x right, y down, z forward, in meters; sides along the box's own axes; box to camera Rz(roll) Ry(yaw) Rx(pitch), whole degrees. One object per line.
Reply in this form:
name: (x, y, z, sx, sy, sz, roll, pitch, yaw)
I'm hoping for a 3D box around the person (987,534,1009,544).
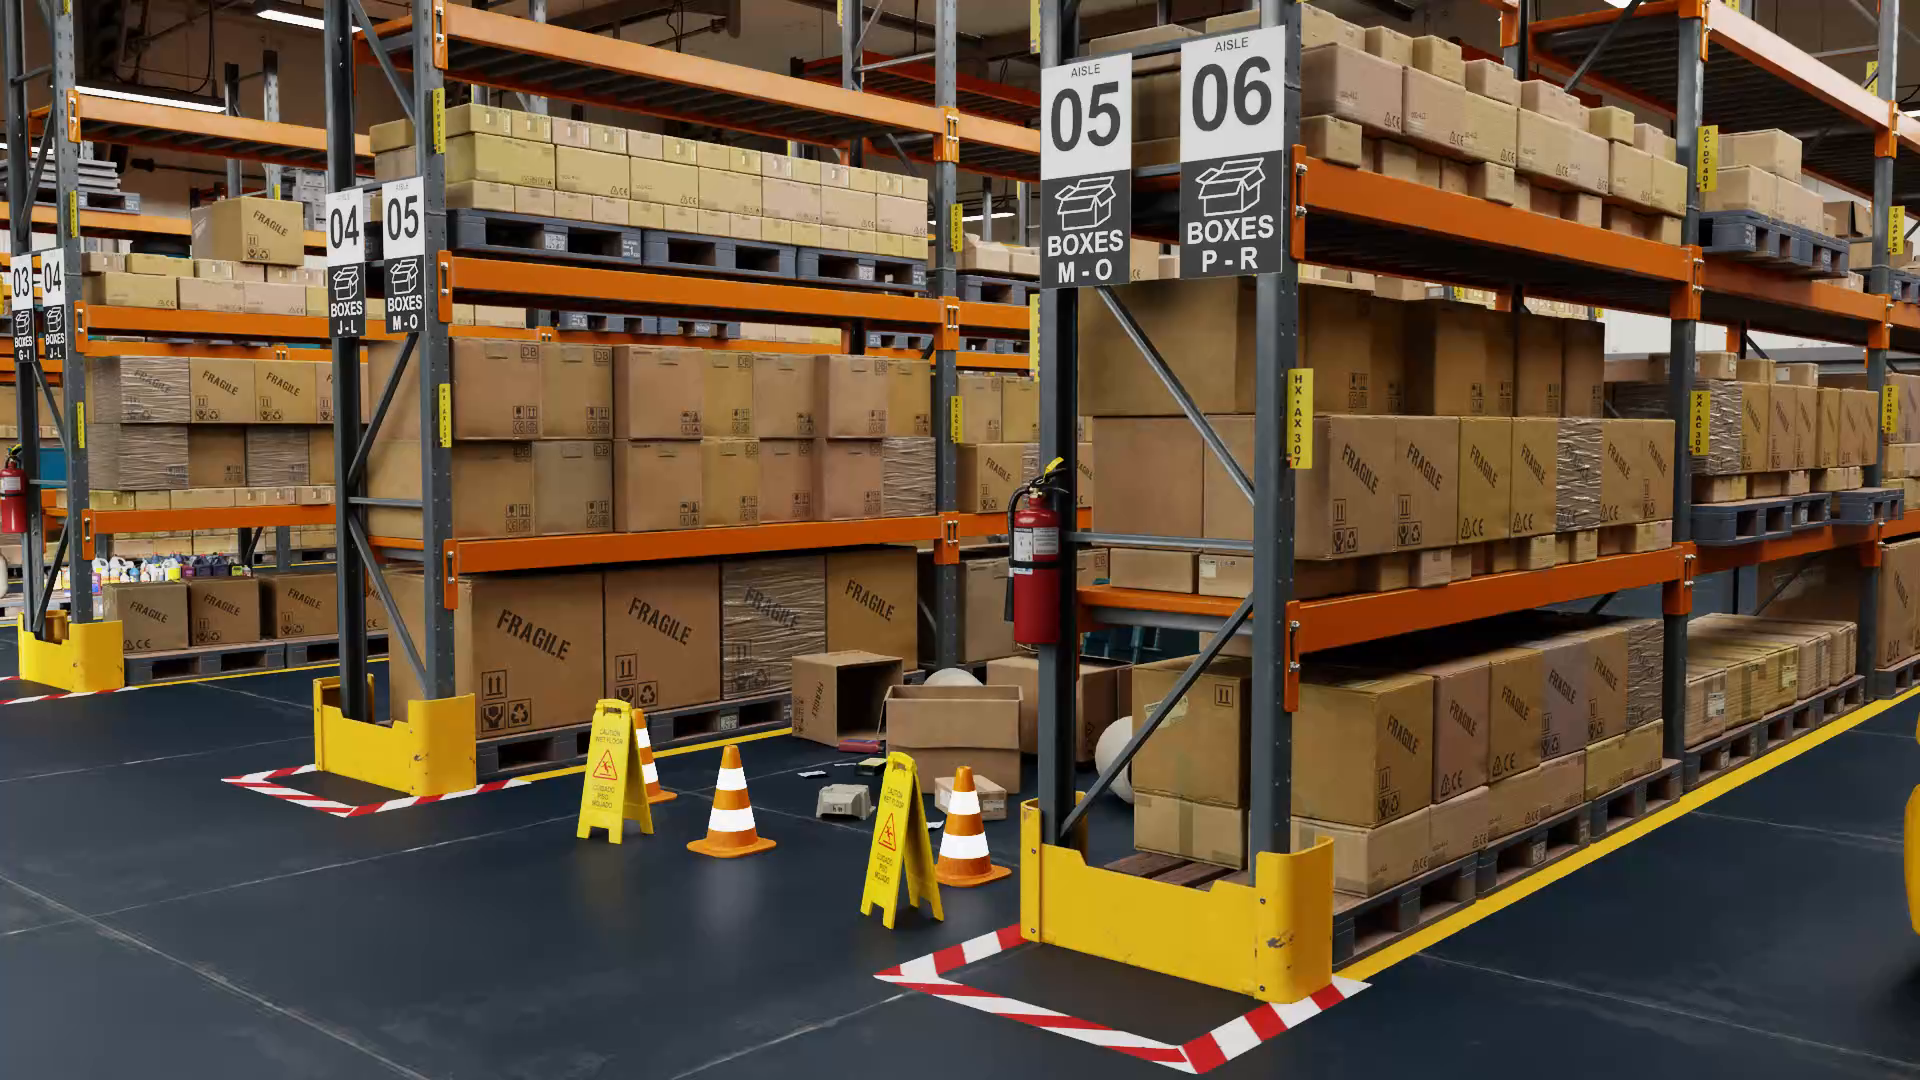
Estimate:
person: (0.465, -0.092, 18.121, 0.486, 1.594, 0.340, 3, 5, 38)
